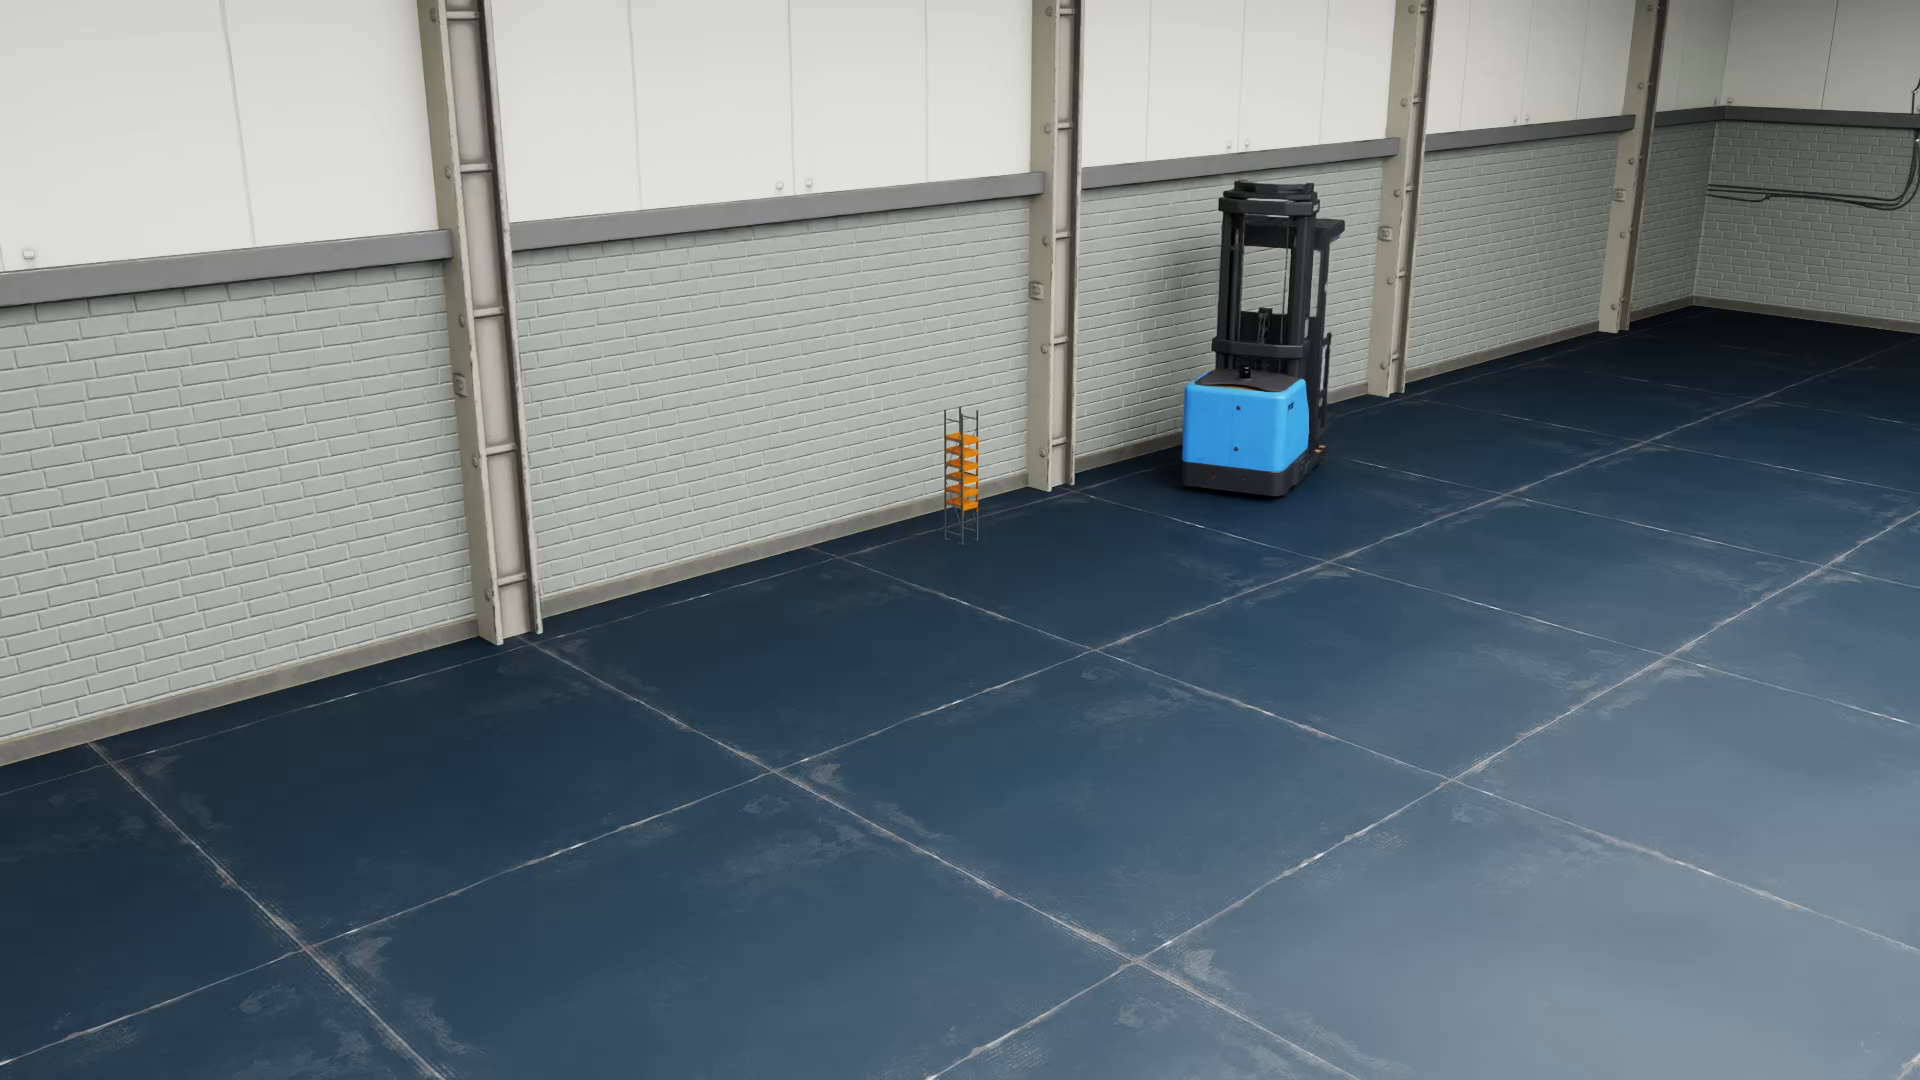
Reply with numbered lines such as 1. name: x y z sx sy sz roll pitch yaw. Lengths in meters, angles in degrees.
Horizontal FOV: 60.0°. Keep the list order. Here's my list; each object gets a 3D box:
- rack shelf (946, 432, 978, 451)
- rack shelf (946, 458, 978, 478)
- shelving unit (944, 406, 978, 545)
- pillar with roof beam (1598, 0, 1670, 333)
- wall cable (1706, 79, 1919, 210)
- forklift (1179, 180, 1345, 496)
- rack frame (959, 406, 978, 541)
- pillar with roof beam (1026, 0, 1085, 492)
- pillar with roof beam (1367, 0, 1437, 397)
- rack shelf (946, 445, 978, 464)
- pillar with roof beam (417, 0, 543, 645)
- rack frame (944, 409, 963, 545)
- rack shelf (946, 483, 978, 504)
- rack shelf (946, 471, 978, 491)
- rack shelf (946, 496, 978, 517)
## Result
1. rack shelf: 0.011 -0.874 14.712 0.180 0.103 0.258 -16 24 -41
2. rack shelf: 0.011 -0.646 14.786 0.180 0.103 0.258 -16 24 -41
3. shelving unit: 0.011 -0.574 14.809 0.189 1.200 0.258 -16 24 -41
4. pillar with roof beam: 12.584 -6.413 20.172 0.400 9.000 9.100 -16 24 -41
5. wall cable: 12.675 -6.228 24.638 0.112 2.526 3.097 -16 24 -41
6. forklift: 3.253 -2.228 17.104 1.130 2.935 3.031 8 20 24
7. rack frame: 0.077 -0.593 14.869 0.006 1.200 0.240 -16 24 -41
8. pillar with roof beam: 3.864 -3.870 12.330 0.400 9.000 9.100 -16 24 -41
9. pillar with roof beam: 8.224 -5.141 16.251 0.400 9.000 9.100 -16 24 -41
10. rack shelf: 0.011 -0.760 14.749 0.180 0.103 0.258 -16 24 -41
11. pillar with roof beam: -0.495 -2.598 8.408 0.400 9.000 9.100 -16 24 -41
12. rack frame: -0.056 -0.554 14.749 0.006 1.200 0.240 -16 24 -41
13. rack shelf: 0.011 -0.417 14.860 0.180 0.103 0.258 -16 24 -41
14. rack shelf: 0.011 -0.532 14.823 0.180 0.103 0.258 -16 24 -41
15. rack shelf: 0.011 -0.303 14.897 0.180 0.103 0.258 -16 24 -41
